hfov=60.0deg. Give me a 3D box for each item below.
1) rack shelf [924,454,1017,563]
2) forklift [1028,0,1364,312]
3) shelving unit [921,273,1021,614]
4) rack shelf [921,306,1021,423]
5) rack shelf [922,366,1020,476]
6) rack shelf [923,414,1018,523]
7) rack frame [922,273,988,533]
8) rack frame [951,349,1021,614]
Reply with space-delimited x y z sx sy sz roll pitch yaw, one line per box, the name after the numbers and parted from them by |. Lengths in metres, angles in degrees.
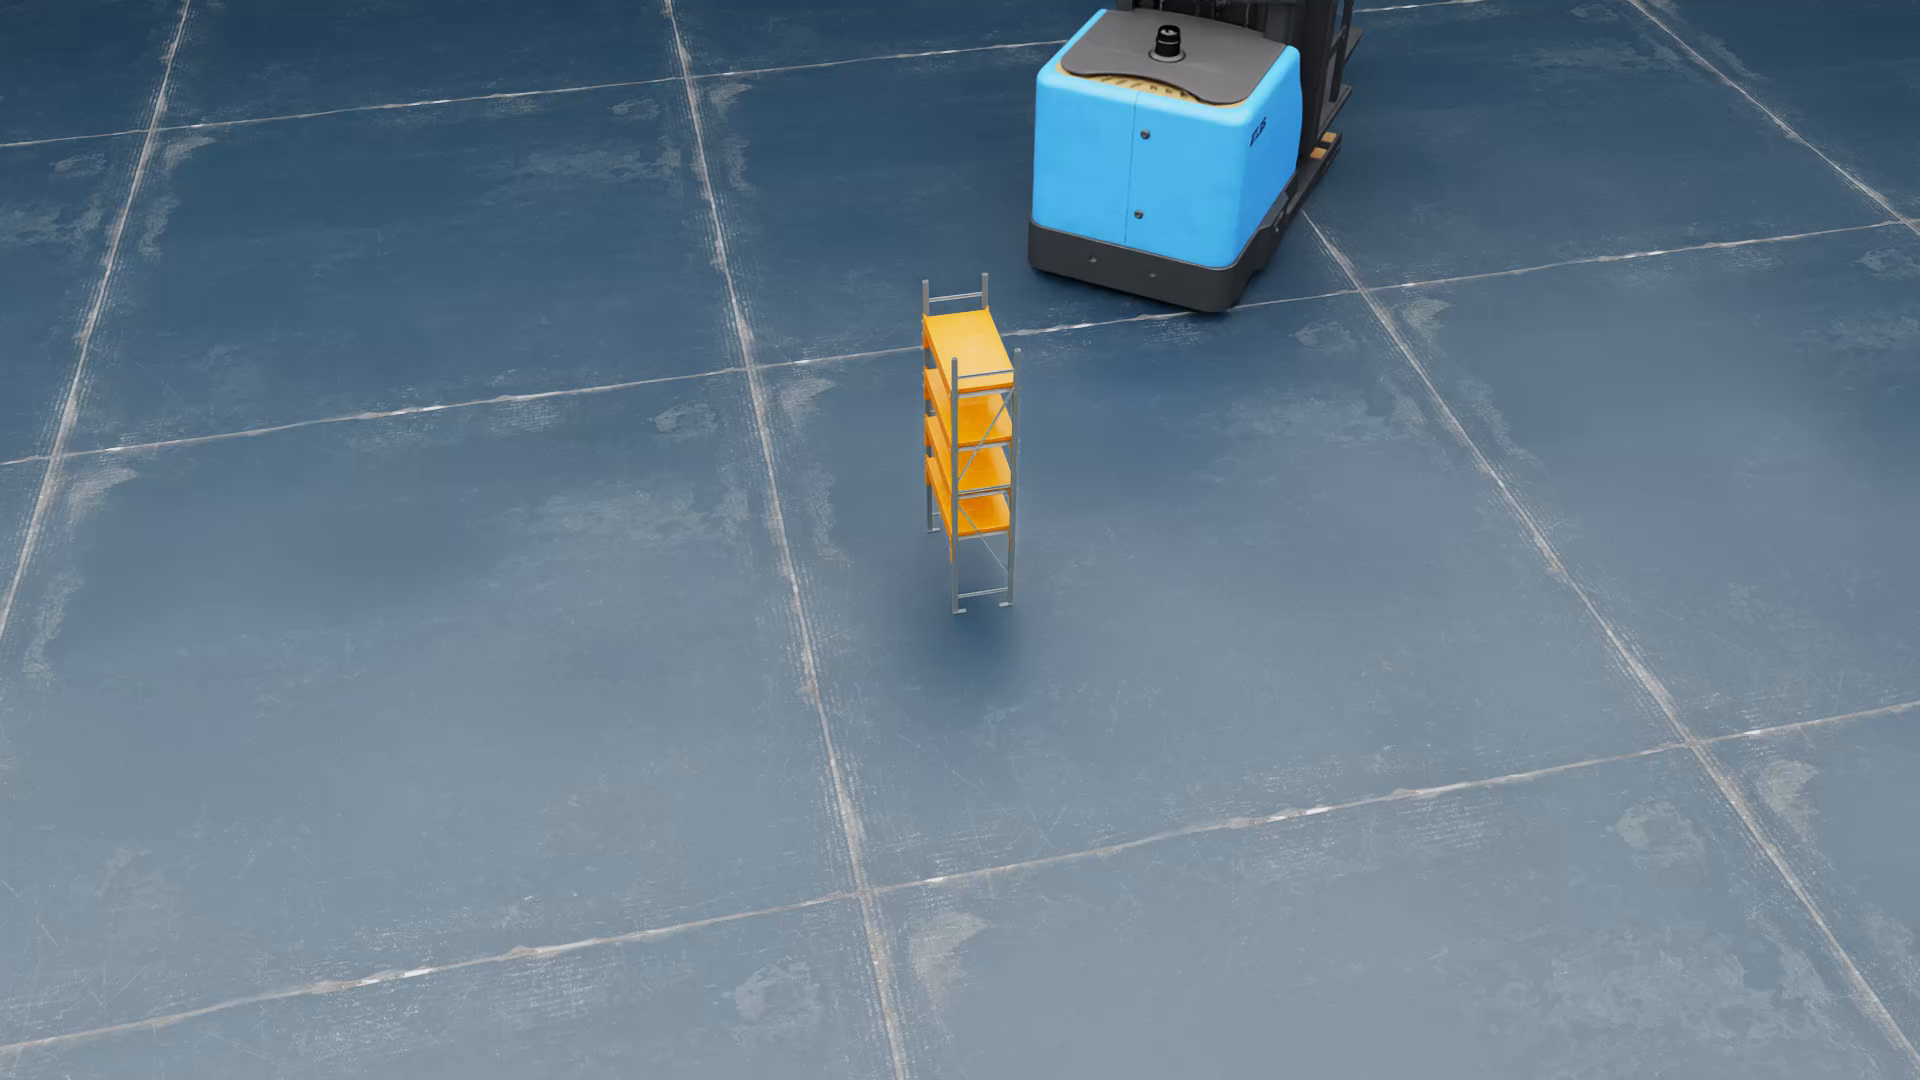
0.036 -0.143 6.407 0.258 0.148 0.480 -8 42 -9 | rack shelf
1.427 -3.149 8.090 1.130 2.935 3.031 18 45 19 | forklift
0.036 -0.341 6.231 0.258 1.200 0.503 -8 42 -9 | shelving unit
0.036 -0.635 5.970 0.258 0.148 0.480 -8 42 -9 | rack shelf
0.036 -0.458 6.127 0.258 0.148 0.480 -8 42 -9 | rack shelf
0.036 -0.291 6.275 0.258 0.148 0.480 -8 42 -9 | rack shelf
-0.017 -0.500 6.409 0.240 1.200 0.015 -8 42 -9 | rack frame
0.088 -0.183 6.053 0.240 1.200 0.015 -8 42 -9 | rack frame
